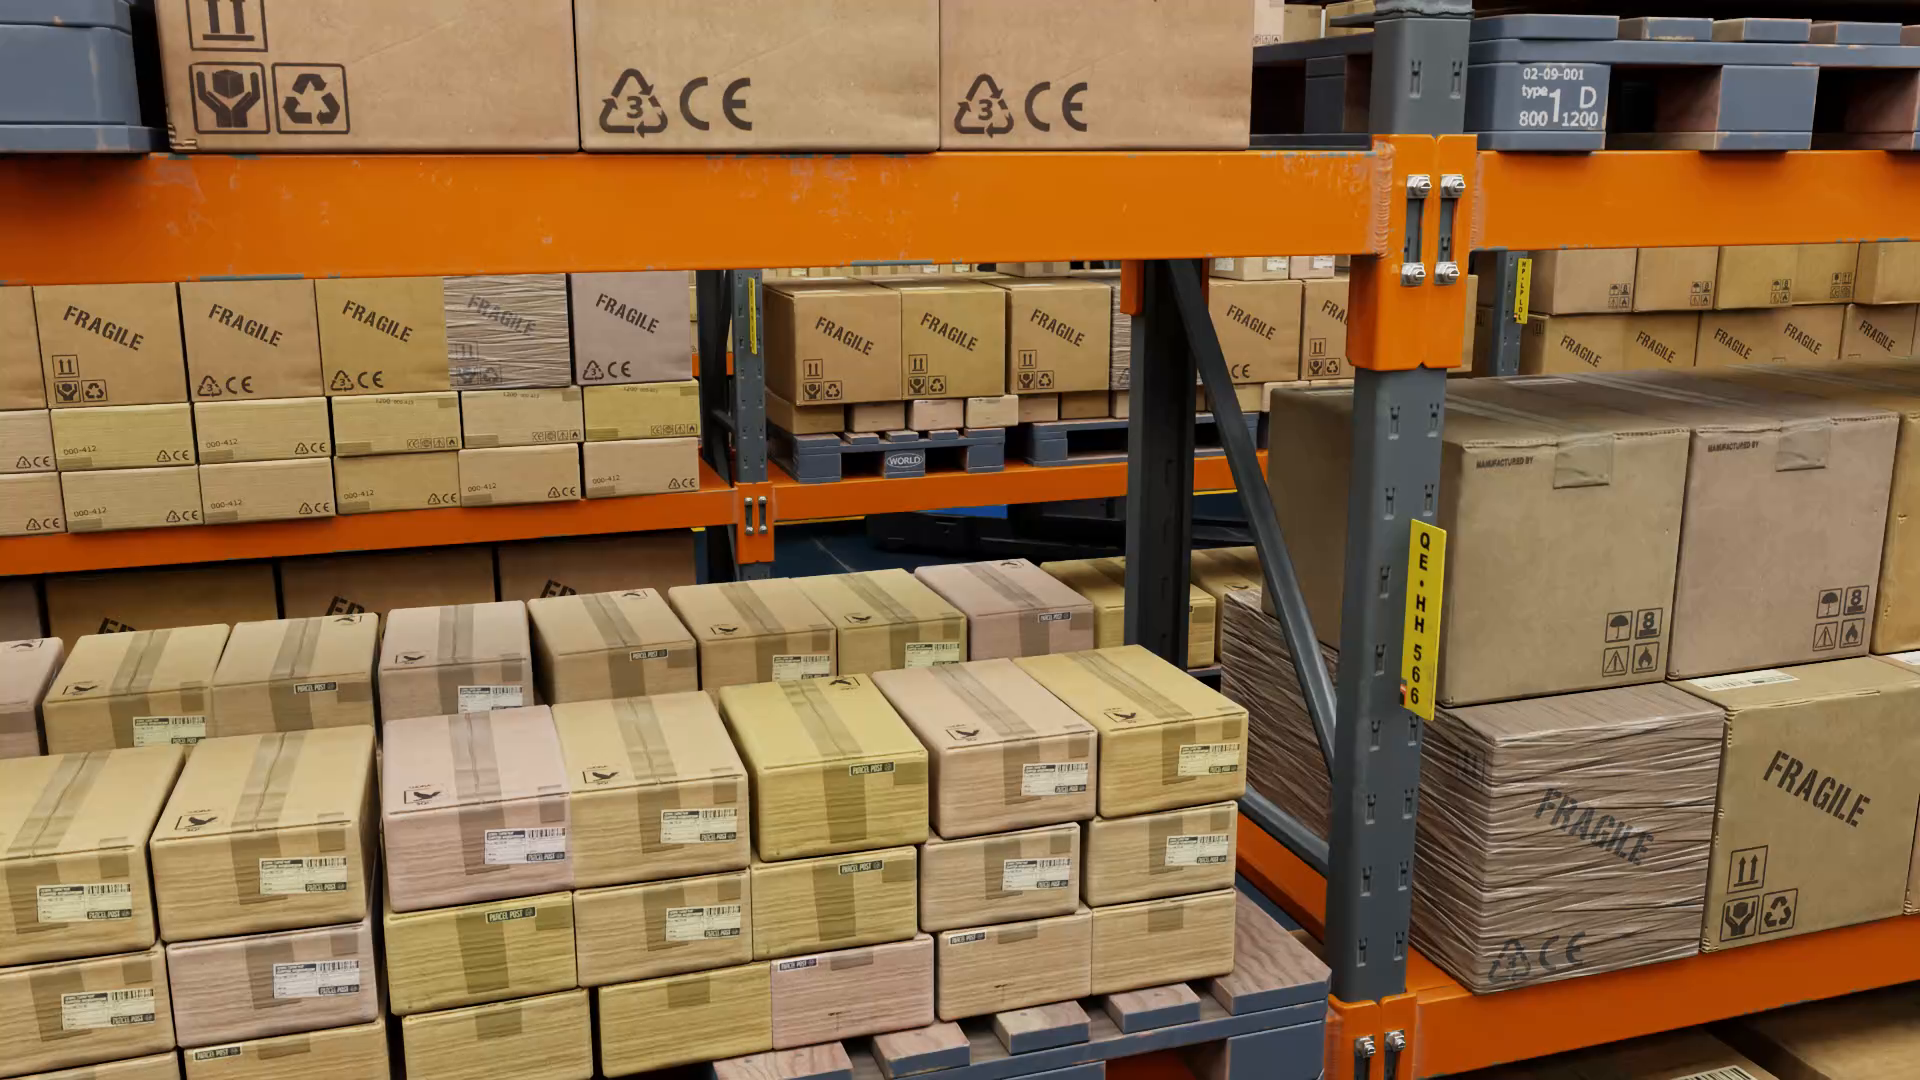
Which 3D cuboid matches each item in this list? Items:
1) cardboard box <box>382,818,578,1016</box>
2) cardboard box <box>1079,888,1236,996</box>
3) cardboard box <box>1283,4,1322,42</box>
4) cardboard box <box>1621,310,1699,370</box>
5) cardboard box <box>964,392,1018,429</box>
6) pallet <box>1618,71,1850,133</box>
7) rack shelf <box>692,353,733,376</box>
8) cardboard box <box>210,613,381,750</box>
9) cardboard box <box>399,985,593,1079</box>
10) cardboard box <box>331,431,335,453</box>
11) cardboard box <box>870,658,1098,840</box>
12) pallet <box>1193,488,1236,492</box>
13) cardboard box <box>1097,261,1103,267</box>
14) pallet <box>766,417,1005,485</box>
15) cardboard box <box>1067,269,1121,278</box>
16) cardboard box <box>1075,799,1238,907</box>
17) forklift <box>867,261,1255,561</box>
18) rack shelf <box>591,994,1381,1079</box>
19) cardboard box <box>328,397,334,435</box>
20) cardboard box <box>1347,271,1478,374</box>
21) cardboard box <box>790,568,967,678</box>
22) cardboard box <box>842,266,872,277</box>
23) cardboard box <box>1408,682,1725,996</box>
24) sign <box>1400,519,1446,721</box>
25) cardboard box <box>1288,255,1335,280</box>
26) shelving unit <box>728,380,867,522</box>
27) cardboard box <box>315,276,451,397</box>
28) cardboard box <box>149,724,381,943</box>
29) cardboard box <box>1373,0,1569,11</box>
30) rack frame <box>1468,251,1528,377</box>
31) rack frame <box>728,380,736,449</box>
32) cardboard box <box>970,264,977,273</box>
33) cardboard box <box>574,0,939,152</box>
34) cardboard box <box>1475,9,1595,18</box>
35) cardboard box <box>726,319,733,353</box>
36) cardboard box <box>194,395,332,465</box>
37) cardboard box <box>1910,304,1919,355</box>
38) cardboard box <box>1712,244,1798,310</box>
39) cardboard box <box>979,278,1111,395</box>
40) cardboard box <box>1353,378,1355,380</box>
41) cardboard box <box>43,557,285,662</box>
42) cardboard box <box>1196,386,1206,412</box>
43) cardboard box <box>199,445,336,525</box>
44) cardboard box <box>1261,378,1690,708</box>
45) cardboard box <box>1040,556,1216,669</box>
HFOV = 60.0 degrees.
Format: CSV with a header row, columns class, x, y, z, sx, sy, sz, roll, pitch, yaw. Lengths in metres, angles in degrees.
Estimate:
class,x,y,z,sx,sy,sz,roll,pitch,yaw
cardboard box,-0.712,0.525,2.445,0.250,0.149,0.380,-5,14,-18
cardboard box,0.265,0.595,2.796,0.250,0.149,0.380,-4,14,-17
cardboard box,1.552,-2.674,8.755,0.500,0.250,0.500,-5,14,-19
cardboard box,3.677,-1.041,9.177,0.500,0.500,0.500,-5,14,-18
cardboard box,0.099,-0.643,8.001,0.250,0.149,0.380,-4,14,-18
pallet,2.239,-0.970,3.666,1.213,0.211,1.003,-4,14,-15
rack shelf,-0.779,-1.425,13.205,4.000,0.370,1.077,-4,14,-18
cardboard box,-1.159,0.257,2.930,0.250,0.149,0.380,-4,14,-16
cardboard box,-0.706,0.669,2.482,0.250,0.149,0.380,-5,14,-21
cardboard box,-3.079,-0.368,7.534,0.500,0.250,0.500,-4,14,-18
cardboard box,0.029,0.323,2.654,0.250,0.149,0.380,-5,14,-19
pallet,1.883,-0.615,14.273,1.213,0.211,1.003,-4,14,-18
cardboard box,1.339,-2.367,13.992,0.250,0.149,0.380,-5,14,-18
pallet,-0.447,-0.521,8.267,1.003,0.211,1.213,-4,14,-18
cardboard box,0.736,-1.149,8.725,0.500,0.500,0.500,-5,14,-20
cardboard box,0.263,0.449,2.766,0.250,0.149,0.380,-4,14,-17
forklift,0.913,-1.353,11.499,3.031,2.935,1.130,4,14,18
rack shelf,-1.309,1.037,2.855,4.000,0.370,1.077,-4,14,-18
cardboard box,-3.099,-0.619,7.508,0.500,0.250,0.500,-4,14,-17
cardboard box,2.338,-1.147,8.717,0.500,0.500,0.500,-5,14,-19
cardboard box,-0.167,0.180,3.254,0.250,0.149,0.380,-5,14,-20
cardboard box,-0.843,-2.088,12.822,0.250,0.149,0.380,-4,14,-18
cardboard box,1.098,0.517,3.272,0.500,0.500,0.500,-4,14,-17
sign,0.768,0.133,2.771,0.005,0.325,0.100,-4,14,-18
cardboard box,1.688,-1.410,8.420,0.250,0.149,0.380,-5,14,-20
shelving unit,-1.129,-0.612,12.268,1.048,1.125,0.538,-4,13,-17
cardboard box,-2.451,-0.903,7.082,0.500,0.500,0.500,-4,14,-18
cardboard box,-0.958,0.400,2.330,0.250,0.149,0.380,-4,14,-15
cardboard box,0.954,-1.040,2.971,0.250,0.149,0.380,-5,14,-20
rack frame,2.703,-0.834,9.167,0.127,3.000,1.000,-4,14,-18
rack frame,-1.613,-0.576,12.117,0.032,1.125,0.500,-4,13,-17
cardboard box,0.169,-2.135,13.017,0.250,0.149,0.380,-5,14,-20
cardboard box,-0.344,-0.831,2.455,0.500,0.500,0.500,-4,14,-18
cardboard box,1.084,-1.152,3.401,0.250,0.166,0.380,-4,14,-18
cardboard box,-1.698,-1.569,12.582,0.500,0.250,0.500,-5,14,-19
cardboard box,-2.922,-0.498,6.999,0.500,0.250,0.500,-5,14,-20
cardboard box,5.591,-1.186,9.788,0.500,0.500,0.500,-4,14,-18
cardboard box,4.165,-1.563,9.211,0.500,0.500,0.700,-5,14,-19
cardboard box,0.405,-1.000,8.096,0.500,0.500,0.500,-4,14,-17
cardboard box,2.048,-0.802,8.667,0.250,0.149,0.380,-5,14,-20
cardboard box,-3.464,0.454,7.435,0.875,0.875,0.875,-4,14,-16
cardboard box,1.049,-0.748,8.443,0.250,0.149,0.380,-5,14,-20
cardboard box,-2.921,-0.253,7.048,0.500,0.250,0.500,-5,14,-19
cardboard box,1.015,-0.027,3.396,0.500,0.500,0.700,-5,14,-18
cardboard box,0.868,0.385,8.814,0.625,0.372,0.950,-4,14,-16
